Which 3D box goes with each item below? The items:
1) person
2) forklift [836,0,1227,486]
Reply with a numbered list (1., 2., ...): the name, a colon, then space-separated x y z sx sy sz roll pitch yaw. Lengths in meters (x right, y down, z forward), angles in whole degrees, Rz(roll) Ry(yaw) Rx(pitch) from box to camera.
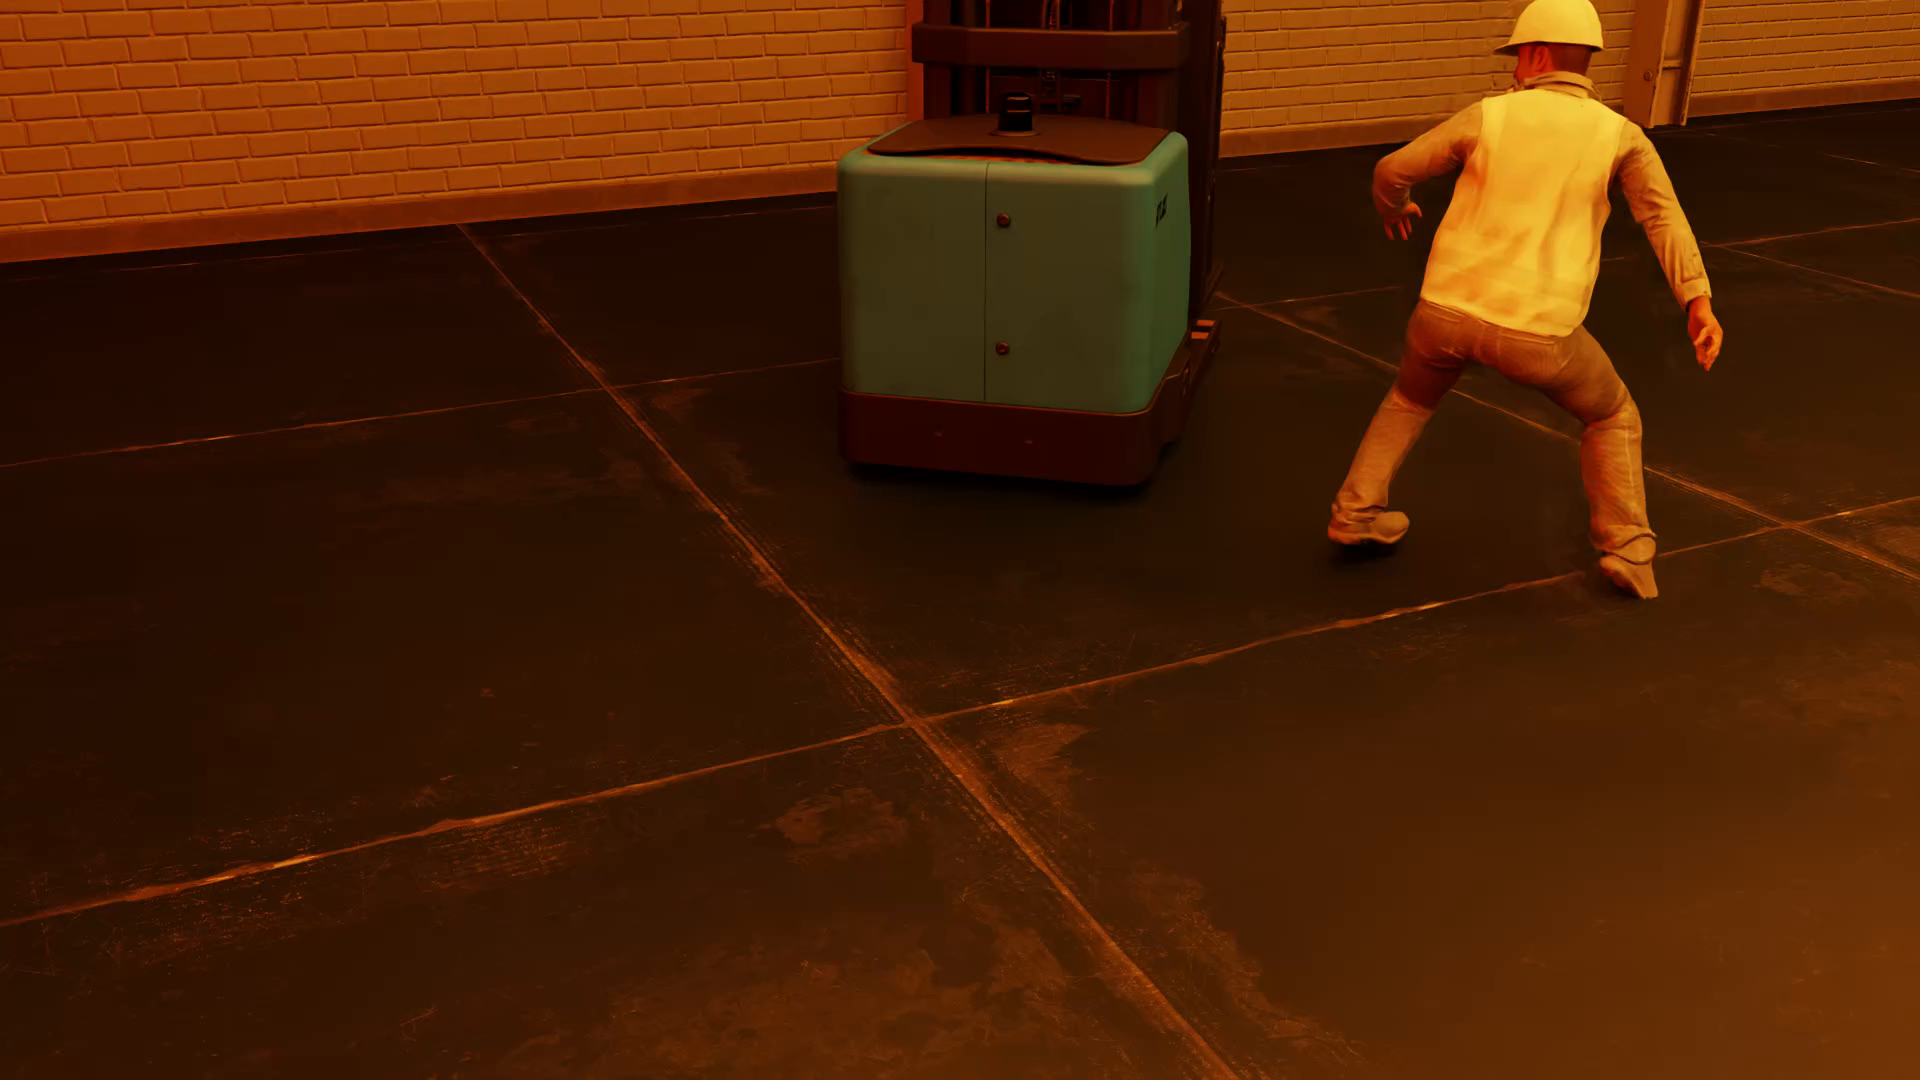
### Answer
1. person: 1.593 -0.611 4.622 1.023 1.718 0.572 13 26 29
2. forklift: 0.465 -2.063 6.253 1.130 2.935 3.031 6 23 14
